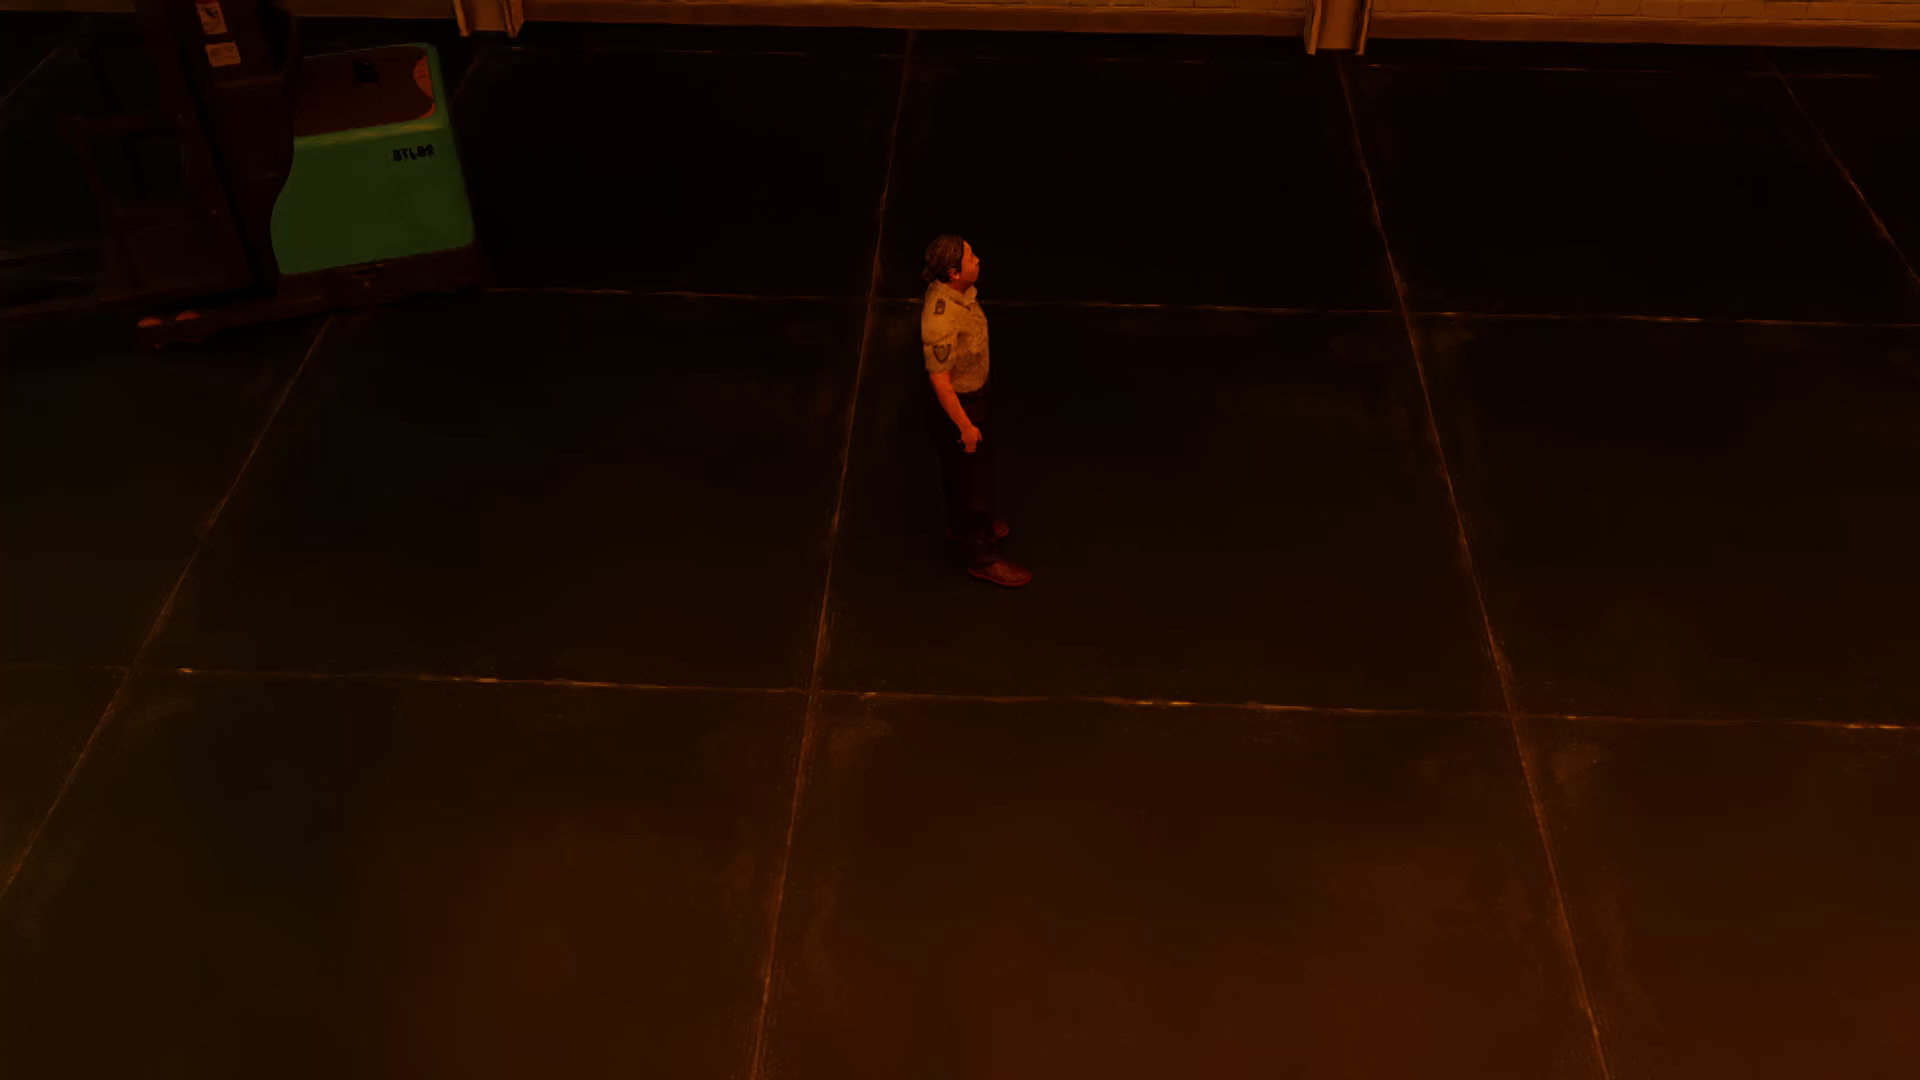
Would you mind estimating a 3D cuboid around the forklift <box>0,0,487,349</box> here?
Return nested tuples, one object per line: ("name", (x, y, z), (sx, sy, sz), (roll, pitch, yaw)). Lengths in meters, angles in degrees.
("forklift", (-4.269, -2.525, 8.508), (3.031, 2.935, 1.130), (-12, 44, -13))

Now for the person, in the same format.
("person", (0.089, -0.591, 7.340), (0.501, 1.637, 0.599), (2, 42, 2))
